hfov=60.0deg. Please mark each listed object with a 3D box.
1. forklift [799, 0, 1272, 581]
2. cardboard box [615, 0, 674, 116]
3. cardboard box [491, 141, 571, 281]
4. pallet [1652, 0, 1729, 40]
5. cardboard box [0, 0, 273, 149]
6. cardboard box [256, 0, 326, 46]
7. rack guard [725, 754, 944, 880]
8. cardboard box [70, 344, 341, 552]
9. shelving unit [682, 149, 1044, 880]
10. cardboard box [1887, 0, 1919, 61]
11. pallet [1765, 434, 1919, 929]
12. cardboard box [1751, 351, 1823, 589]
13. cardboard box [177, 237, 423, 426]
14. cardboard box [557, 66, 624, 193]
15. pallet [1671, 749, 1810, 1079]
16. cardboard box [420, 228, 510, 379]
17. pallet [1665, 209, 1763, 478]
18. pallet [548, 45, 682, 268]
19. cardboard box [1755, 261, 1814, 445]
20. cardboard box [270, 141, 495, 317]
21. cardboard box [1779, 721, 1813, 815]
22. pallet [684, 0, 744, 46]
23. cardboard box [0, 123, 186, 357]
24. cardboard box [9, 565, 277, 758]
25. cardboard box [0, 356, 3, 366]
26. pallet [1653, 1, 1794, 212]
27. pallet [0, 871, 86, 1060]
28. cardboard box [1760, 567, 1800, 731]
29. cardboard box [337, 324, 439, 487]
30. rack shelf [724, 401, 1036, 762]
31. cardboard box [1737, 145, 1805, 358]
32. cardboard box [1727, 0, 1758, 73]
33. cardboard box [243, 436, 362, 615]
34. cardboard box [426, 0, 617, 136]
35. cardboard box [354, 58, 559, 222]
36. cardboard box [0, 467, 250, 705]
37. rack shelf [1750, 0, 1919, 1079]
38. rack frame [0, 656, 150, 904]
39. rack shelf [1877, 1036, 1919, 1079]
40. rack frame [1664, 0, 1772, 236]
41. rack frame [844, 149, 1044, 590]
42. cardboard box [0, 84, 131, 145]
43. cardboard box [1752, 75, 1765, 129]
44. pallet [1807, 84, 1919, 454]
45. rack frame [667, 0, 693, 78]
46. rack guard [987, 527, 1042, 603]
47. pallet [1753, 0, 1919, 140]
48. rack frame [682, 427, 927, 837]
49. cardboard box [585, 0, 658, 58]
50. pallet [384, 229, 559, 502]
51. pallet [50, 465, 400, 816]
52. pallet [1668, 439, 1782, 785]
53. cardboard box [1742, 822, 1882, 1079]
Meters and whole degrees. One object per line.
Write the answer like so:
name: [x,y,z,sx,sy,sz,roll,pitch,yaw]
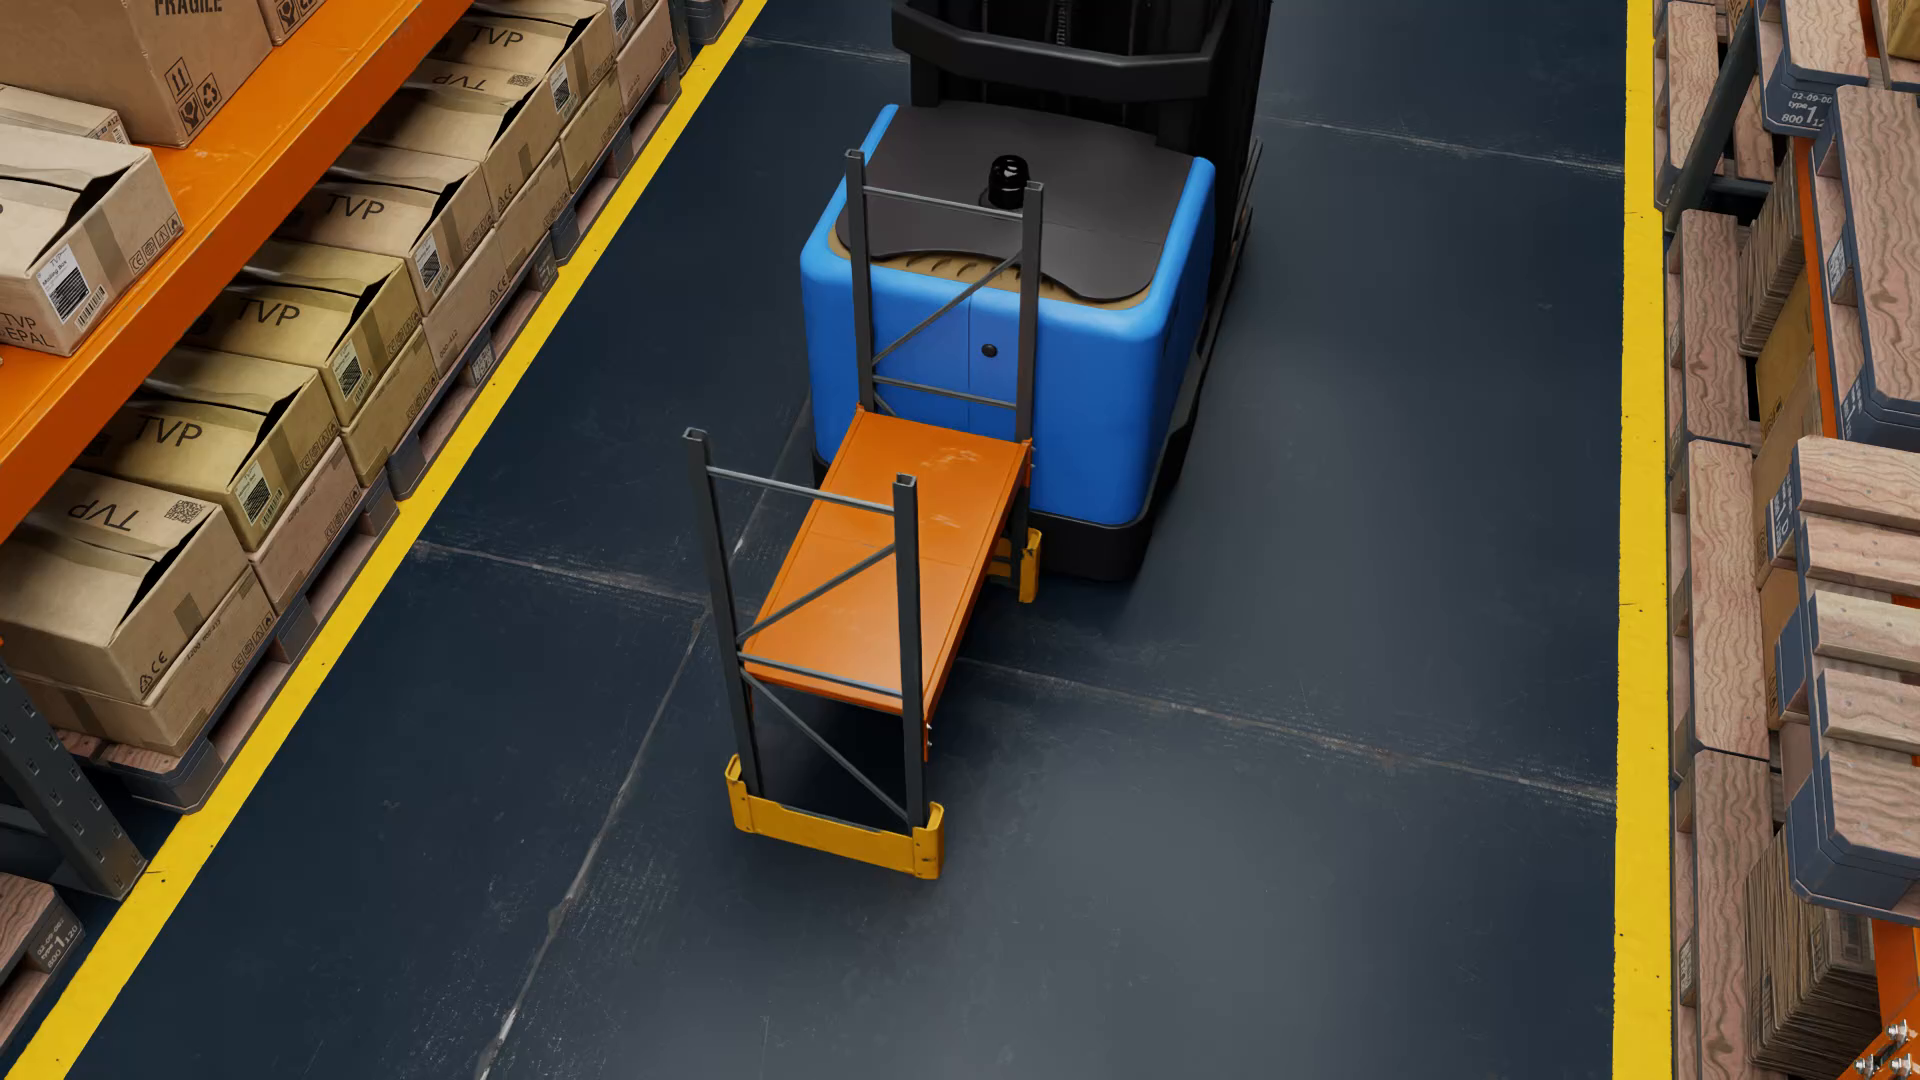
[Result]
forklift: [0.454,-1.977,5.040,1.130,2.935,3.031,13,50,11]
cardboard box: [-1.458,-1.940,6.515,0.500,0.250,0.500,11,50,10]
cardboard box: [-1.727,-1.204,5.866,0.500,0.250,0.500,13,50,11]
pallet: [3.614,-2.548,7.358,1.003,0.211,1.213,12,50,10]
cardboard box: [-2.255,-1.424,4.440,0.500,0.500,0.500,9,49,8]
cardboard box: [-2.117,-1.805,4.776,0.500,0.500,0.500,12,50,10]
rack guard: [-0.330,0.738,4.432,0.587,0.250,0.087,13,50,11]
cardboard box: [-2.130,-0.292,4.686,0.500,0.311,0.500,10,49,9]
shelving unit: [-0.188,-0.033,4.279,0.587,1.500,1.083,13,50,11]
cardboard box: [2.831,-1.507,4.219,0.700,0.500,0.500,16,51,14]
pallet: [2.184,0.327,3.088,1.213,0.211,1.003,12,50,10]
cardboard box: [2.713,-0.131,4.739,0.700,0.500,0.500,12,50,10]
cardboard box: [-1.993,-0.660,5.012,0.500,0.311,0.500,10,49,9]
cardboard box: [-1.593,-1.574,6.192,0.500,0.250,0.500,11,49,9]
pallet: [2.306,1.158,4.087,1.003,0.211,1.213,12,50,10]
cardboard box: [-1.862,-0.836,5.541,0.500,0.250,0.500,12,50,11]
pallet: [2.948,-0.607,5.645,1.003,0.211,1.213,12,50,10]
pallet: [-1.785,-1.604,6.525,1.003,0.211,1.213,12,50,10]
cardboard box: [2.886,-0.492,5.057,0.700,0.500,0.500,11,49,9]
cardboard box: [-1.859,-1.032,5.340,0.500,0.311,0.500,11,49,10]
cardboard box: [2.486,0.601,4.092,0.700,0.500,0.500,11,50,10]
pallet: [-1.379,-2.712,7.503,1.003,0.211,1.213,12,50,10]
cardboard box: [-2.259,-0.754,3.974,0.500,0.311,0.500,11,49,10]
cardboard box: [-2.260,0.276,4.560,0.500,0.250,0.500,11,50,10]
cardboard box: [-2.543,-0.399,3.661,0.500,0.311,0.500,14,50,12]
pallet: [3.294,-1.663,6.577,1.003,0.211,1.213,12,50,10]
pallet: [-2.914,1.281,3.979,1.003,0.211,1.213,12,50,10]
cardboard box: [2.589,0.236,4.415,0.700,0.500,0.500,11,50,10]
cardboard box: [-1.997,-0.465,5.214,0.500,0.250,0.500,10,49,9]
rack shelf: [-0.186,0.079,4.420,0.538,0.185,1.000,13,50,11]
cardboard box: [2.974,-0.876,5.396,0.700,0.500,0.500,13,50,11]
cardboard box: [3.386,-2.170,6.538,0.500,0.500,0.500,8,49,7]
cardboard box: [-2.128,-0.088,4.881,0.500,0.250,0.500,10,49,9]
cardboard box: [-1.589,-1.755,5.978,0.500,0.311,0.500,13,50,11]
cardboard box: [-1.723,-1.395,5.660,0.500,0.311,0.500,11,50,10]
cardboard box: [-2.260,0.090,4.350,0.500,0.311,0.500,13,50,11]
rack shelf: [2.625,-0.408,4.089,1.077,0.370,4.000,12,50,10]
rack frame: [-2.681,-0.174,3.403,1.000,3.000,0.127,12,50,10]
rack shelf: [1.573,2.485,1.536,1.077,0.370,4.000,12,50,10]
rack frame: [3.152,-2.093,5.096,1.000,3.000,0.127,12,50,10]
rack frame: [-0.041,-0.405,4.607,0.500,1.500,0.032,13,50,11]
cardboard box: [-2.400,-1.025,4.321,0.380,0.149,0.250,15,50,13]
cardboard box: [3.264,-1.694,6.340,0.380,0.166,0.250,6,49,5]
pallet: [2.580,-0.576,3.886,1.003,0.211,1.213,12,50,10]
rack frame: [-1.628,-3.068,5.957,1.000,3.000,0.127,12,50,10]
rack guard: [-0.046,0.022,5.064,0.587,0.250,0.087,13,50,11]
pallet: [2.810,-1.505,4.706,1.003,0.211,1.213,12,50,10]
rack frame: [-0.331,0.325,3.963,0.500,1.500,0.032,13,50,11]
cardboard box: [-1.458,-2.133,6.312,0.500,0.311,0.500,12,50,10]
pallet: [-2.104,-0.719,5.744,1.003,0.211,1.213,12,50,10]
pallet: [-2.427,0.161,4.967,1.003,0.211,1.213,12,50,10]
pallet: [2.629,0.279,4.863,1.003,0.211,1.213,12,50,10]
cardboard box: [2.238,0.951,3.784,0.700,0.500,0.500,12,50,11]
